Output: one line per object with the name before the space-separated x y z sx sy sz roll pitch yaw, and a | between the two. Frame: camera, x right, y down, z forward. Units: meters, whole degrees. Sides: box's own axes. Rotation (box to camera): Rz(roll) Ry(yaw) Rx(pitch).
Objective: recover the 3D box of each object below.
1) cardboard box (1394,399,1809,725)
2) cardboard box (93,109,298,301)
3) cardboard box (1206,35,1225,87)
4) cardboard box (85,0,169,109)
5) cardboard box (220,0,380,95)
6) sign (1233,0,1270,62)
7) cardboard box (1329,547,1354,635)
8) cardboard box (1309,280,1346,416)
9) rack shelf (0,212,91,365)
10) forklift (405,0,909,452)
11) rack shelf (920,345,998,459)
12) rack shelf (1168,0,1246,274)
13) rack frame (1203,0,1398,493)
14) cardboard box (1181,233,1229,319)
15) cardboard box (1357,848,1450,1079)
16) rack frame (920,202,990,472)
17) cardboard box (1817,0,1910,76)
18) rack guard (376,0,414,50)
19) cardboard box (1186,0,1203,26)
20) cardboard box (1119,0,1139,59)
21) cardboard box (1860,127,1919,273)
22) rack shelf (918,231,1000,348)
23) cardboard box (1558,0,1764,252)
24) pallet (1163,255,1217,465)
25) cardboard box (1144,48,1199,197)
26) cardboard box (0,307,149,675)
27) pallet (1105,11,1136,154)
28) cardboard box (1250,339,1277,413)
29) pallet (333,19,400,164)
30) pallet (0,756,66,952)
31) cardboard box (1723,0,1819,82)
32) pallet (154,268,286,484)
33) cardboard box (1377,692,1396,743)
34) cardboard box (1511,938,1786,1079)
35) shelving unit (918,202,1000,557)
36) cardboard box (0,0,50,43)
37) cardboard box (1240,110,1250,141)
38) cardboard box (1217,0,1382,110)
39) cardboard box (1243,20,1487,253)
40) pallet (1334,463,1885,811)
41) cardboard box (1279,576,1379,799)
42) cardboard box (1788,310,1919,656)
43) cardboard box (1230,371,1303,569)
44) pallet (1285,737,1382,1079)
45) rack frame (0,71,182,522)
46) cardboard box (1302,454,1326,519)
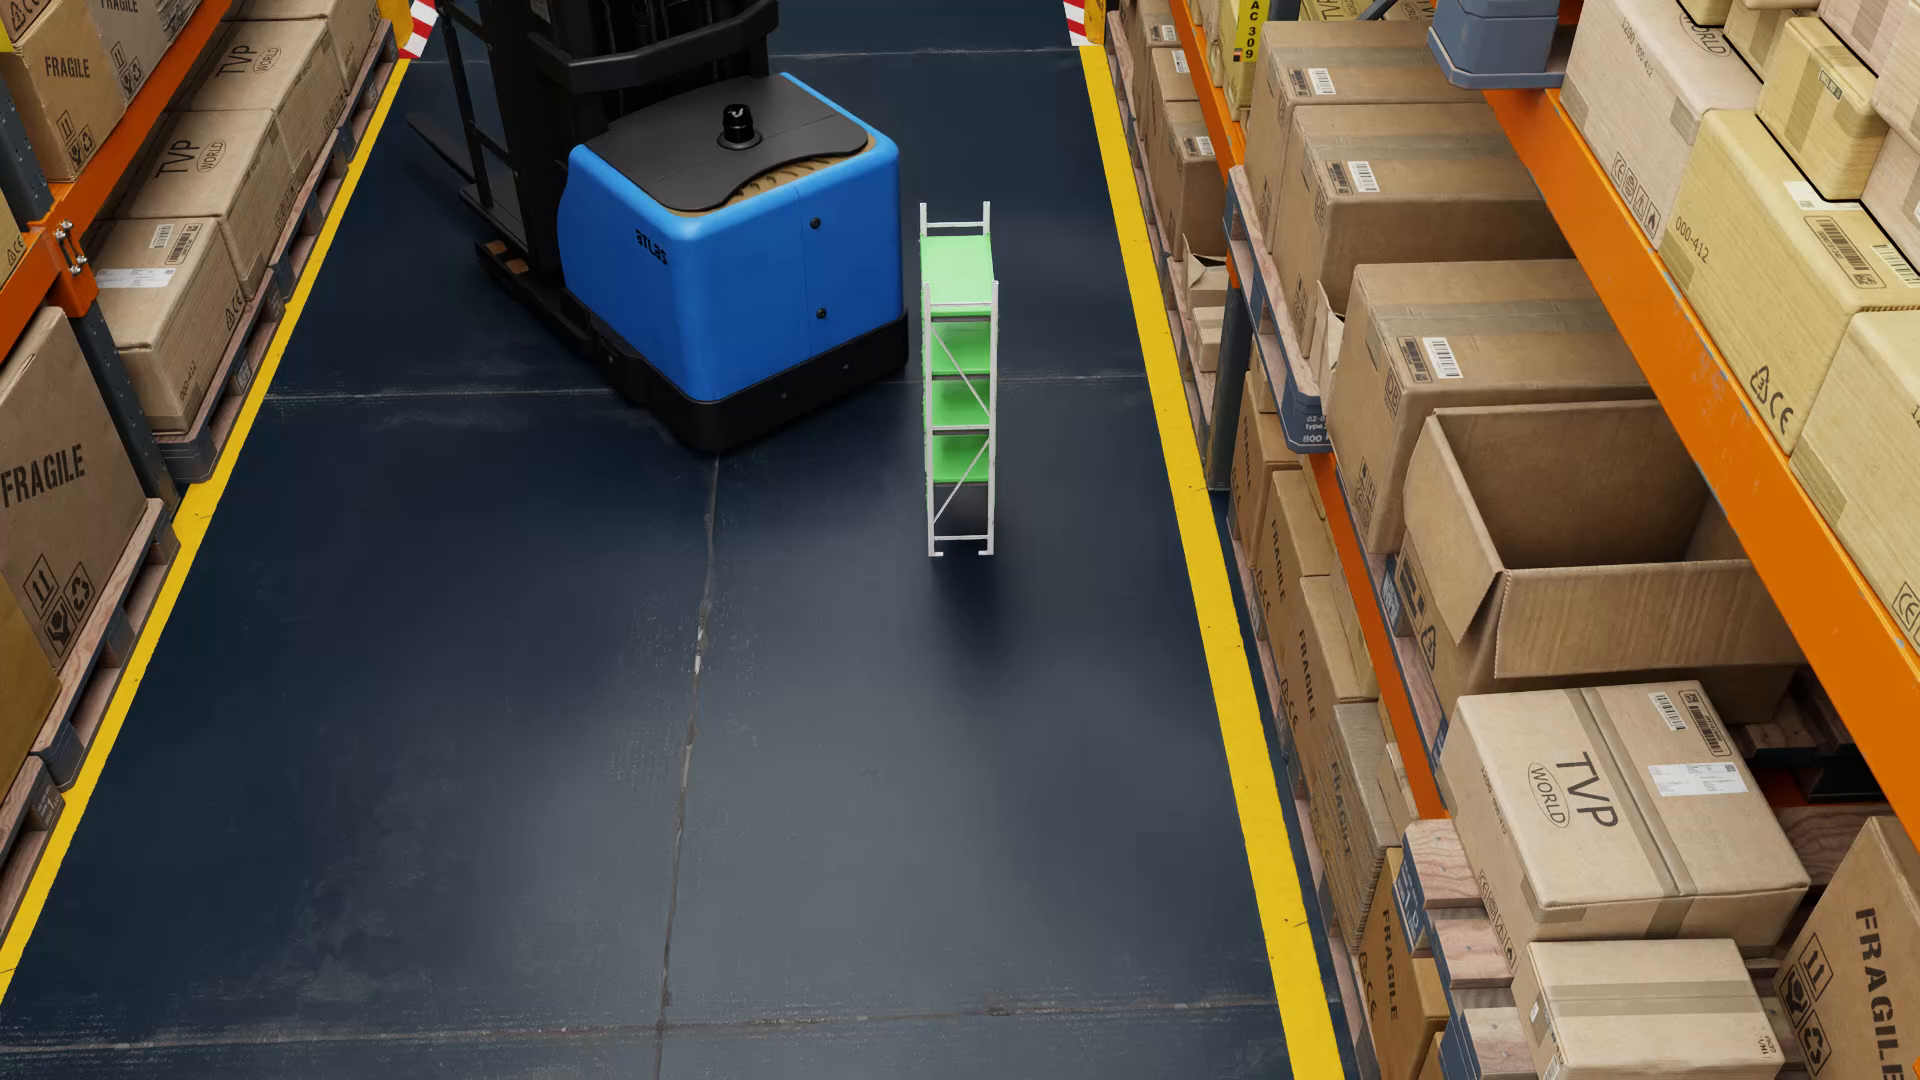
cardboard box | 1.375 0.065 3.572 0.797 0.503 0.637 -3 43 -3
cardboard box | -3.458 -1.443 7.190 0.875 0.438 0.875 -3 43 -3
cardboard box | 1.126 -1.811 6.192 0.380 0.149 0.250 -1 43 -1
cardboard box | -3.275 -1.902 6.031 0.500 0.500 0.500 -1 43 -2
cardboard box | -3.542 -2.669 8.527 0.875 0.438 0.875 -3 43 -3
sign | 0.918 -1.645 5.184 0.100 0.325 0.005 -2 43 -2
cardboard box | 1.319 0.143 4.933 0.380 0.149 0.250 -2 43 -2
cardboard box | 1.135 -0.502 4.367 0.396 0.266 0.258 0 43 0
rack shelf | -3.415 0.414 4.111 1.077 0.370 4.000 -2 43 -2
forklift | -1.531 -2.361 6.657 1.130 2.935 3.031 -29 50 -28
rack shelf | -0.007 -0.507 6.010 0.258 0.148 0.480 -2 43 -2
rack shelf | 1.374 -2.431 7.215 1.077 0.370 4.000 -2 43 -2
rack frame | 1.459 -1.346 5.499 1.000 3.000 0.127 -2 43 -2
cardboard box | 1.127 -1.102 6.945 0.396 0.266 0.258 0 43 0
cardboard box | 1.361 1.150 4.314 0.500 0.500 0.500 0 43 0
rack frame | -0.017 -0.719 6.146 0.240 1.200 0.015 -2 43 -2
cardboard box | 1.383 -0.708 2.178 0.380 0.149 0.250 -2 43 -2
rack guard | -3.671 -2.996 9.149 1.175 0.500 0.348 -2 43 -2
cardboard box | 1.103 -2.161 6.574 0.380 0.149 0.250 -2 43 -2
cardboard box | 1.221 -2.865 8.693 0.797 0.503 0.637 -3 43 -3
cardboard box | 1.397 -0.429 2.095 0.380 0.149 0.250 -1 43 -1
rack shelf | -0.007 -0.861 5.685 0.258 0.148 0.480 -2 43 -2
cardboard box | 1.321 -0.713 2.699 0.500 0.250 0.500 -2 43 -2
pallet | 1.431 -0.782 6.947 1.003 0.211 1.213 -2 43 -2
cardboard box | 1.141 -1.926 7.671 0.500 0.500 0.500 -1 43 -1
cardboard box | -3.393 -0.156 5.462 0.875 0.875 0.875 0 43 0
pallet | 1.328 -2.429 8.744 1.003 0.211 1.213 -2 43 -2
cardboard box | 1.209 -0.569 5.710 0.380 0.149 0.250 0 43 0
pallet | -3.557 -2.336 8.642 1.003 0.211 1.213 -2 43 -2
pallet | -3.337 1.171 4.816 1.003 0.211 1.213 -2 43 -2
cardboard box | 1.382 -0.766 2.461 0.380 0.149 0.250 -1 43 -1
pallet | -3.454 -0.689 6.845 1.003 0.211 1.213 -2 43 -2
cardboard box | 1.367 0.492 4.552 0.380 0.149 0.250 -1 43 -2
cardboard box | 1.218 0.860 2.967 0.380 0.149 0.250 -1 43 -1
shelving unit | -0.007 -0.554 5.966 0.258 1.200 0.503 -2 43 -2
cardboard box | -3.278 -1.935 5.327 0.500 0.500 0.500 -1 43 -2
cardboard box | 1.194 -1.462 5.811 0.380 0.149 0.250 -1 43 -1
cardboard box | 1.194 -1.737 5.816 0.500 0.250 0.500 -1 43 -1
cardboard box | 1.256 -1.205 4.960 0.700 0.500 0.500 -1 43 -1
pallet | 1.542 0.112 4.050 1.003 0.211 1.213 -2 43 -2
cardboard box | 1.304 0.450 5.079 0.500 0.500 0.500 -3 43 -3
cardboard box | 1.365 -0.036 1.960 0.500 0.250 0.500 -3 43 -3
cardboard box | 1.255 -0.246 5.838 0.500 0.500 0.500 0 43 0
pallet | 1.587 1.055 4.942 1.003 0.211 1.213 -2 43 -2
rack frame | -3.500 -1.201 5.341 1.000 3.000 0.127 -2 43 -2
cardboard box | 1.320 -0.211 5.319 0.380 0.149 0.250 -4 43 -4
